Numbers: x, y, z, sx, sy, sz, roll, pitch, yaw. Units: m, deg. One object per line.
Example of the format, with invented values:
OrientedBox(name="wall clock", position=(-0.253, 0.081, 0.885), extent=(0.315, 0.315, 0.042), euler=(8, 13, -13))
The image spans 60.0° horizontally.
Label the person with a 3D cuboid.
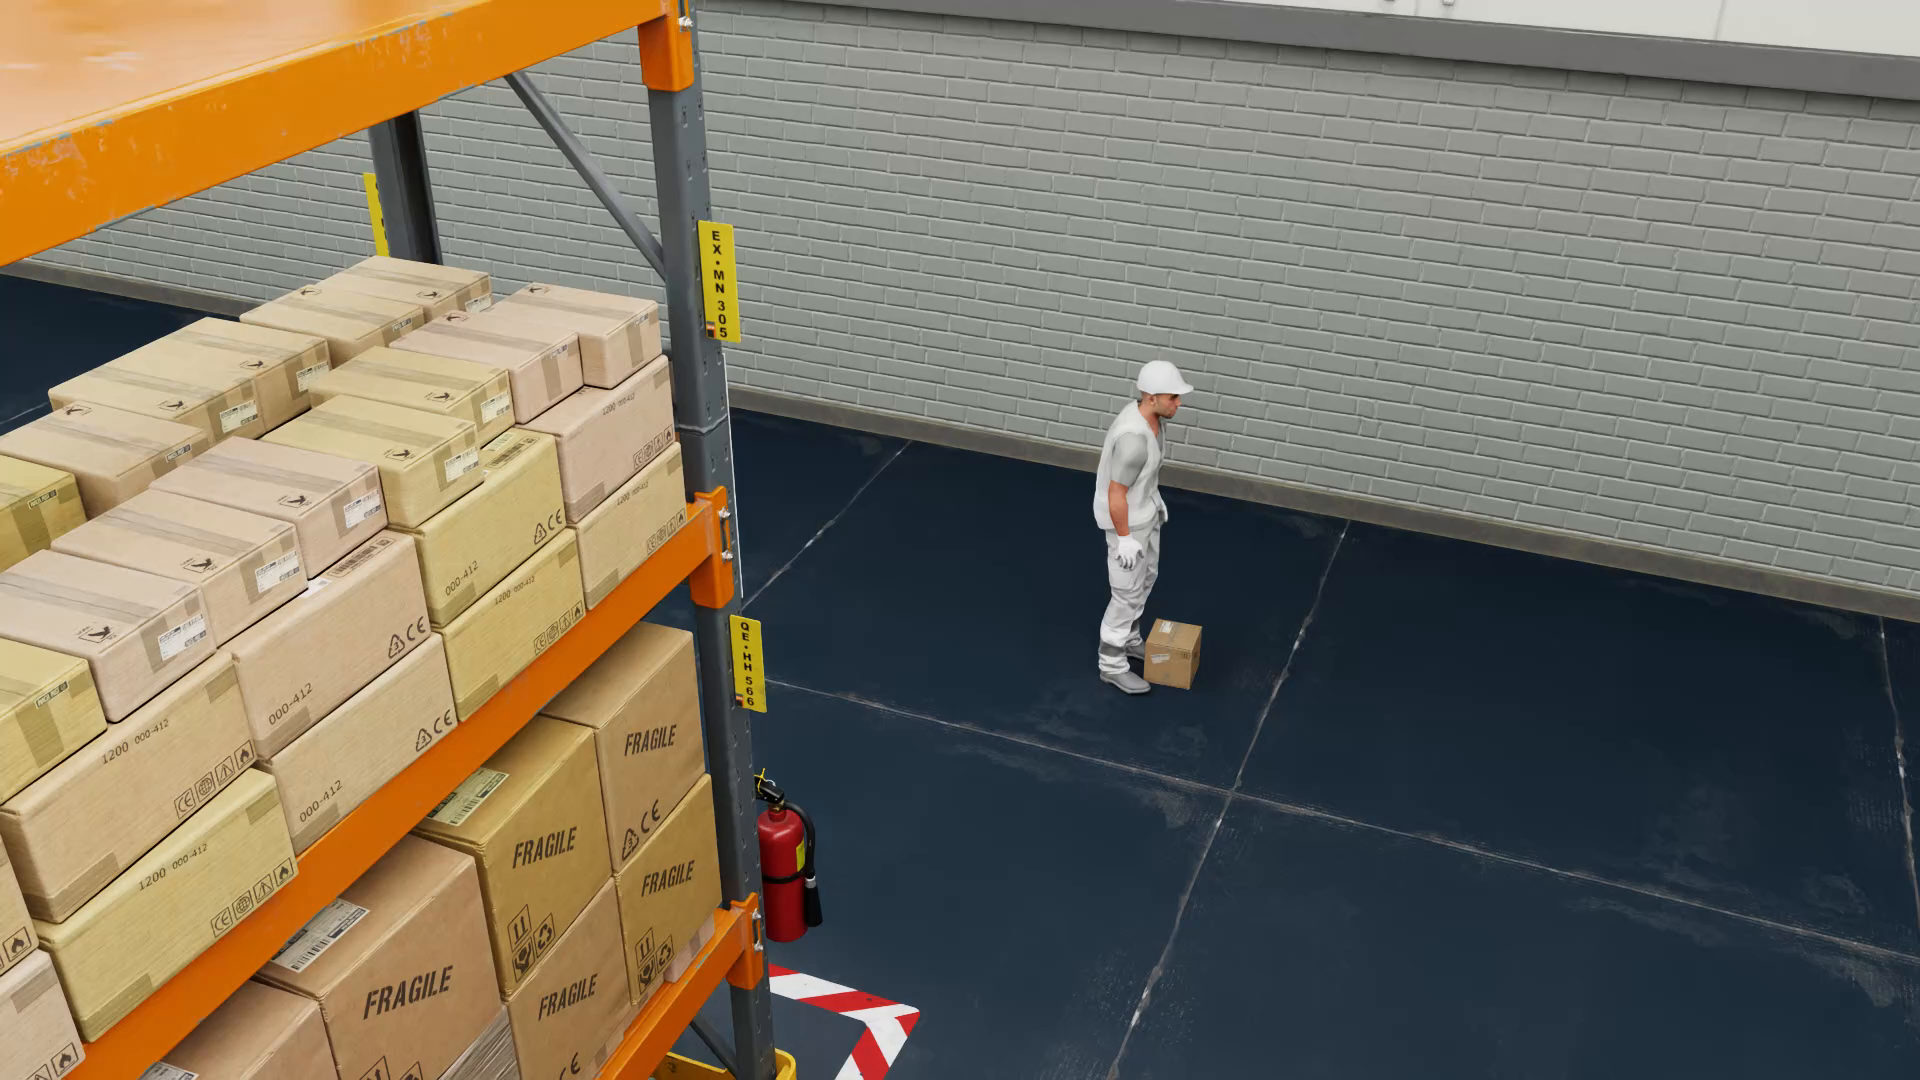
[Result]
OrientedBox(name="person", position=(0.921, -0.094, 8.553), extent=(0.452, 1.779, 0.607), euler=(11, 31, 19))
